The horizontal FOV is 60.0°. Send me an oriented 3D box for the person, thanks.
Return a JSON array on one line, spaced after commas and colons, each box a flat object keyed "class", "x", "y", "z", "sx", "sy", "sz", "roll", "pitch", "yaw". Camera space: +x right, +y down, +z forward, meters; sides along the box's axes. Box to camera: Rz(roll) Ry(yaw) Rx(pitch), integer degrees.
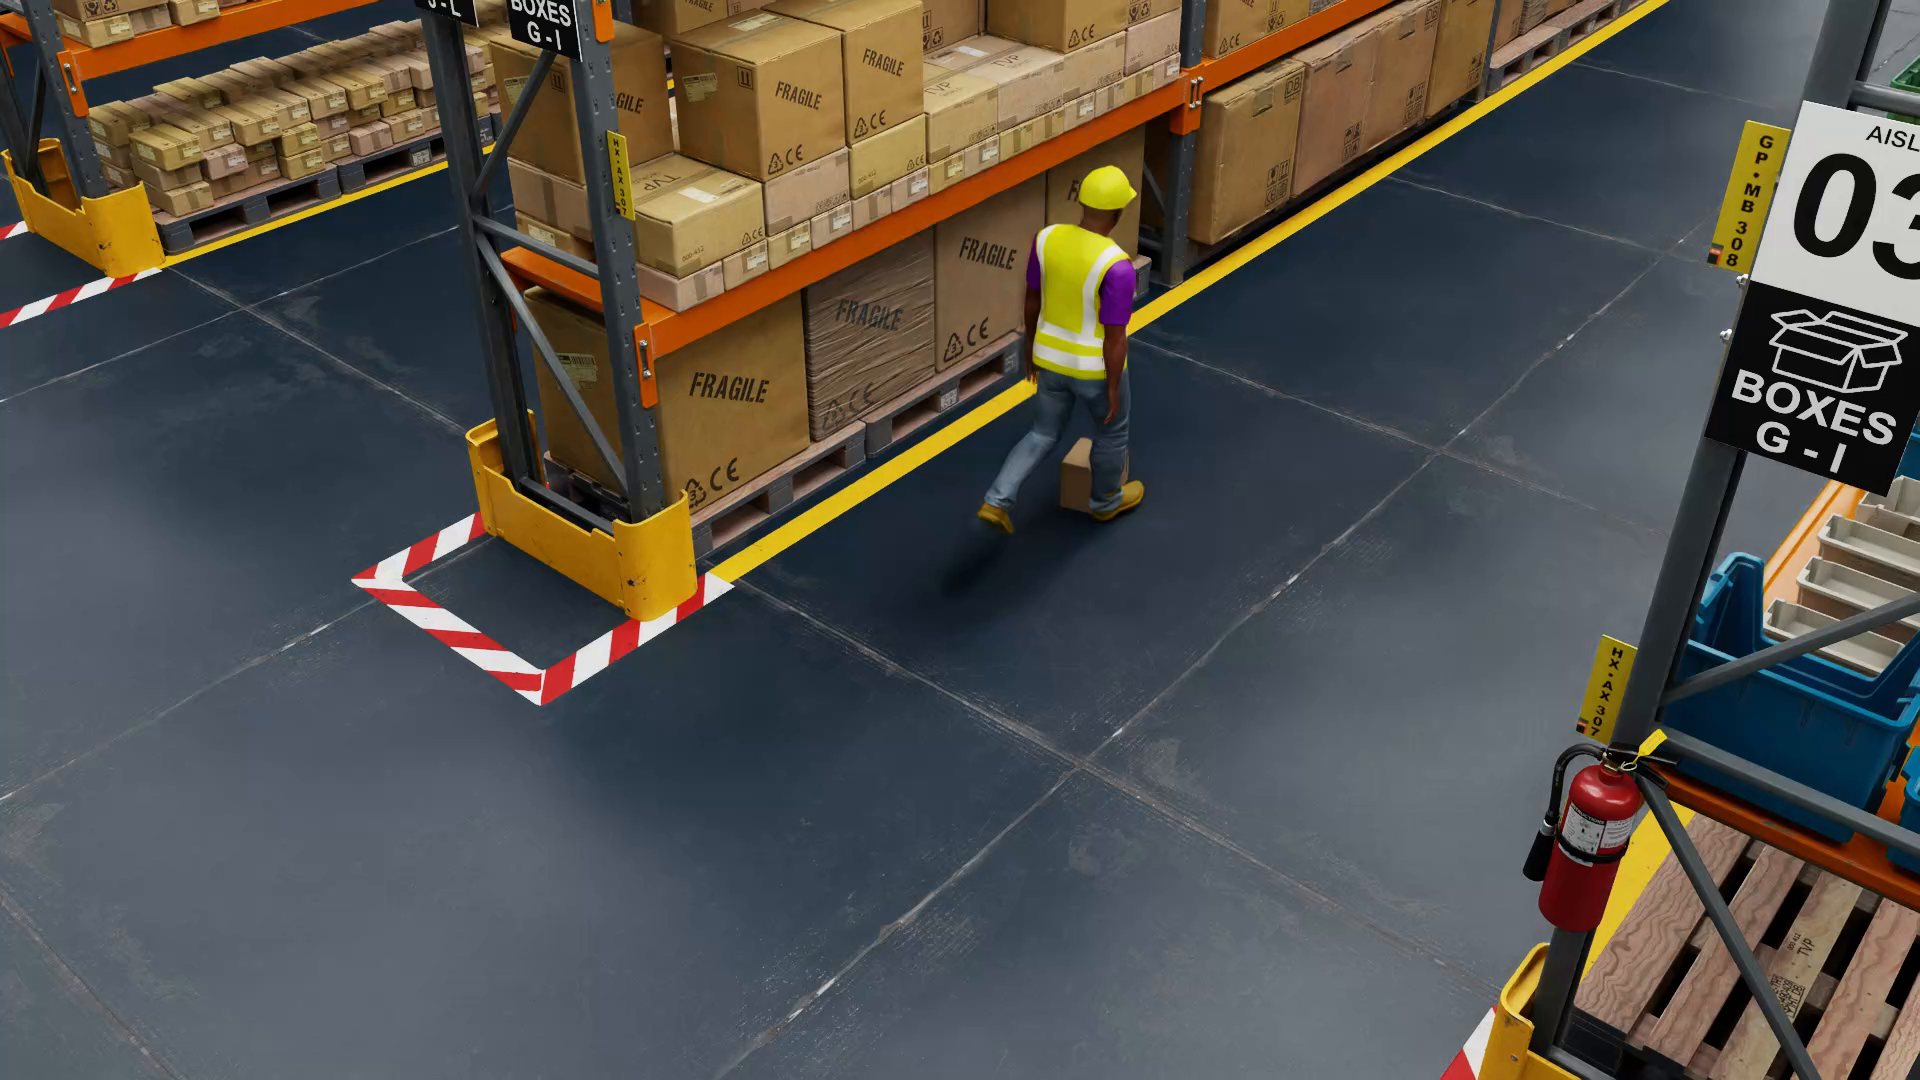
[{"class": "person", "x": 0.461, "y": -0.757, "z": 7.228, "sx": 0.574, "sy": 1.734, "sz": 0.948, "roll": 28, "pitch": 43, "yaw": 34}]
